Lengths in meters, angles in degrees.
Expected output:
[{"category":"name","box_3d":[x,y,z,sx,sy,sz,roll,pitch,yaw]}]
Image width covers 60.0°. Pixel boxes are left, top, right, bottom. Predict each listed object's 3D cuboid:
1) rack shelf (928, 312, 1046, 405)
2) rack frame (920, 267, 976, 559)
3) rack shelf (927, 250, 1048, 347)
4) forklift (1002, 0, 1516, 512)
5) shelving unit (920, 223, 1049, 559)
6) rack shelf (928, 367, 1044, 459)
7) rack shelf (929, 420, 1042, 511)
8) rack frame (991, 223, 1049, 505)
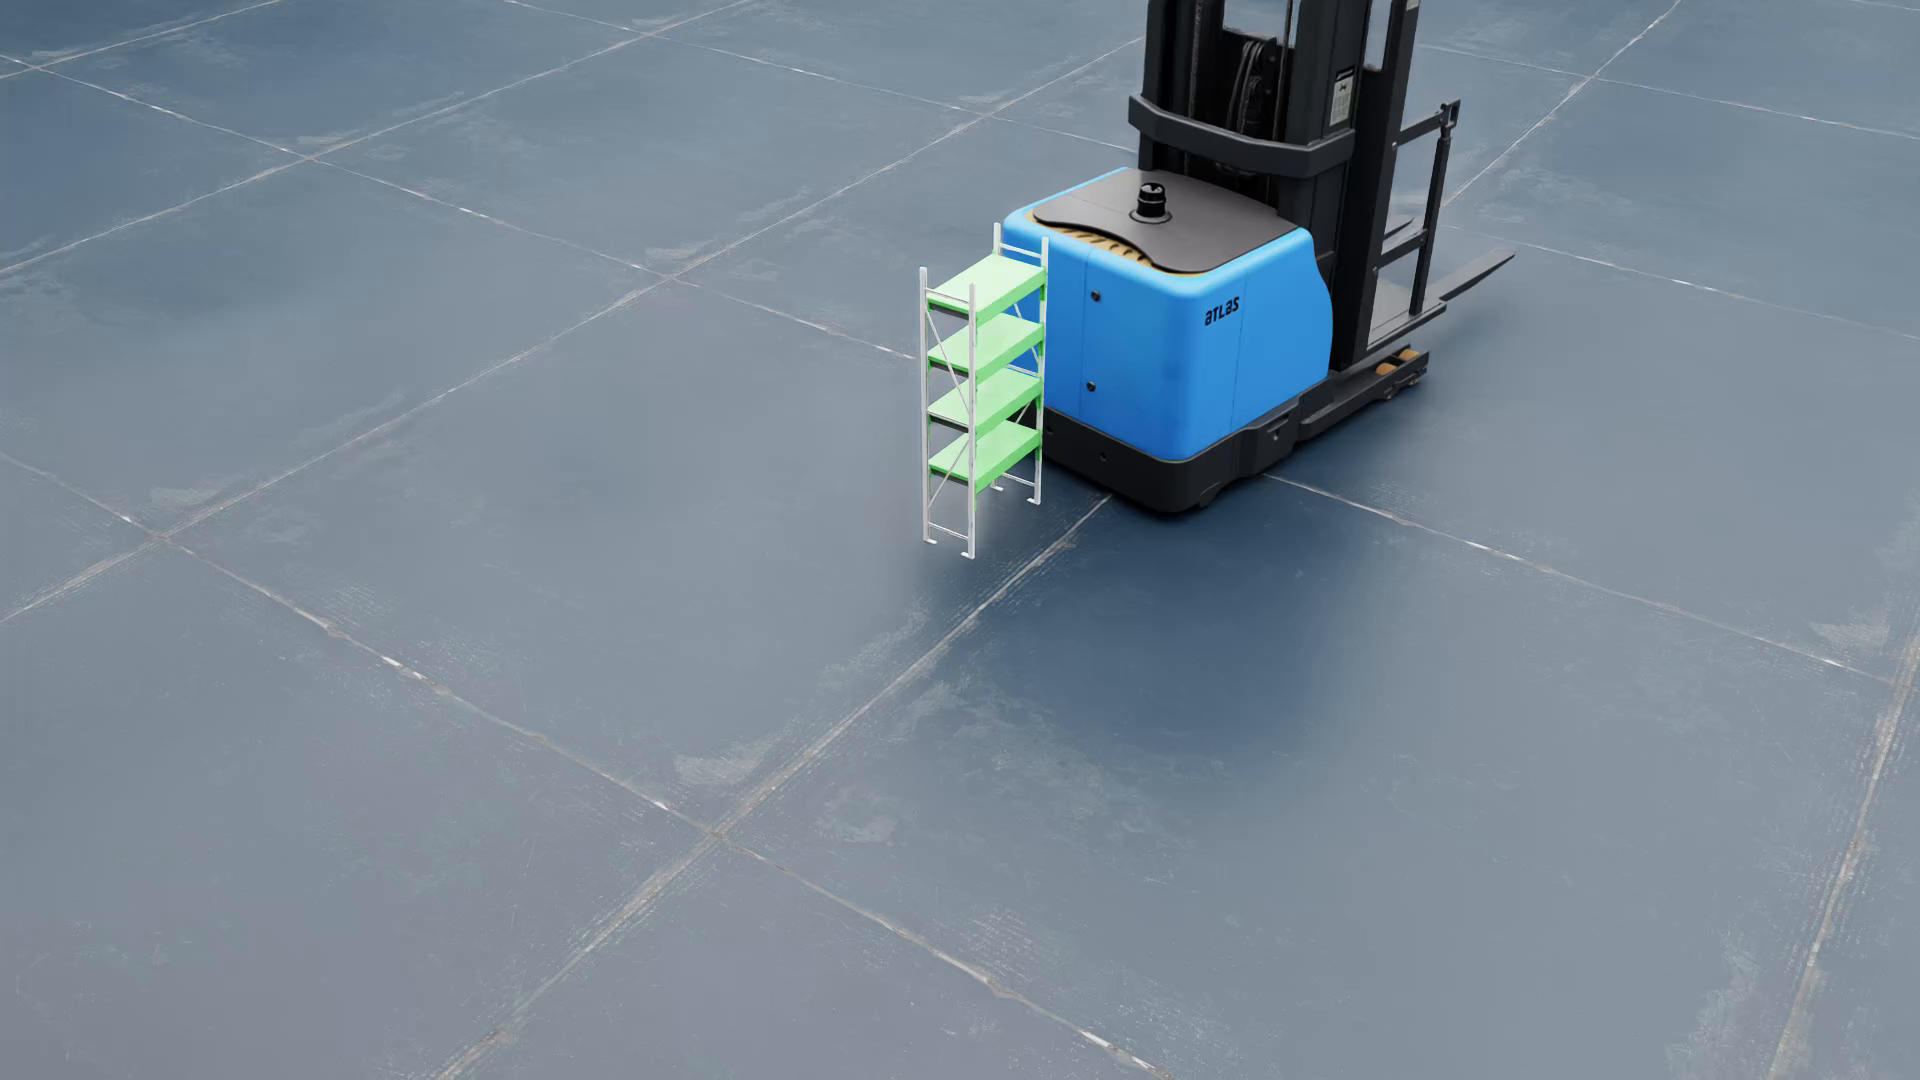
[{"category":"rack shelf","box_3d":[0.094,-0.719,6.428,0.258,0.148,0.480,21,39,28]},{"category":"rack frame","box_3d":[-0.045,-0.461,6.360,0.240,1.200,0.015,21,39,28]},{"category":"rack shelf","box_3d":[0.094,-0.918,6.293,0.258,0.148,0.480,21,39,28]},{"category":"forklift","box_3d":[1.557,-2.049,7.164,1.130,2.935,3.031,29,44,36]},{"category":"shelving unit","box_3d":[0.094,-0.573,6.527,0.258,1.200,0.503,21,39,28]},{"category":"rack shelf","box_3d":[0.094,-0.520,6.562,0.258,0.148,0.480,21,39,28]},{"category":"rack shelf","box_3d":[0.094,-0.321,6.697,0.258,0.148,0.480,21,39,28]},{"category":"rack frame","box_3d":[0.234,-0.685,6.693,0.240,1.200,0.015,21,39,28]}]
